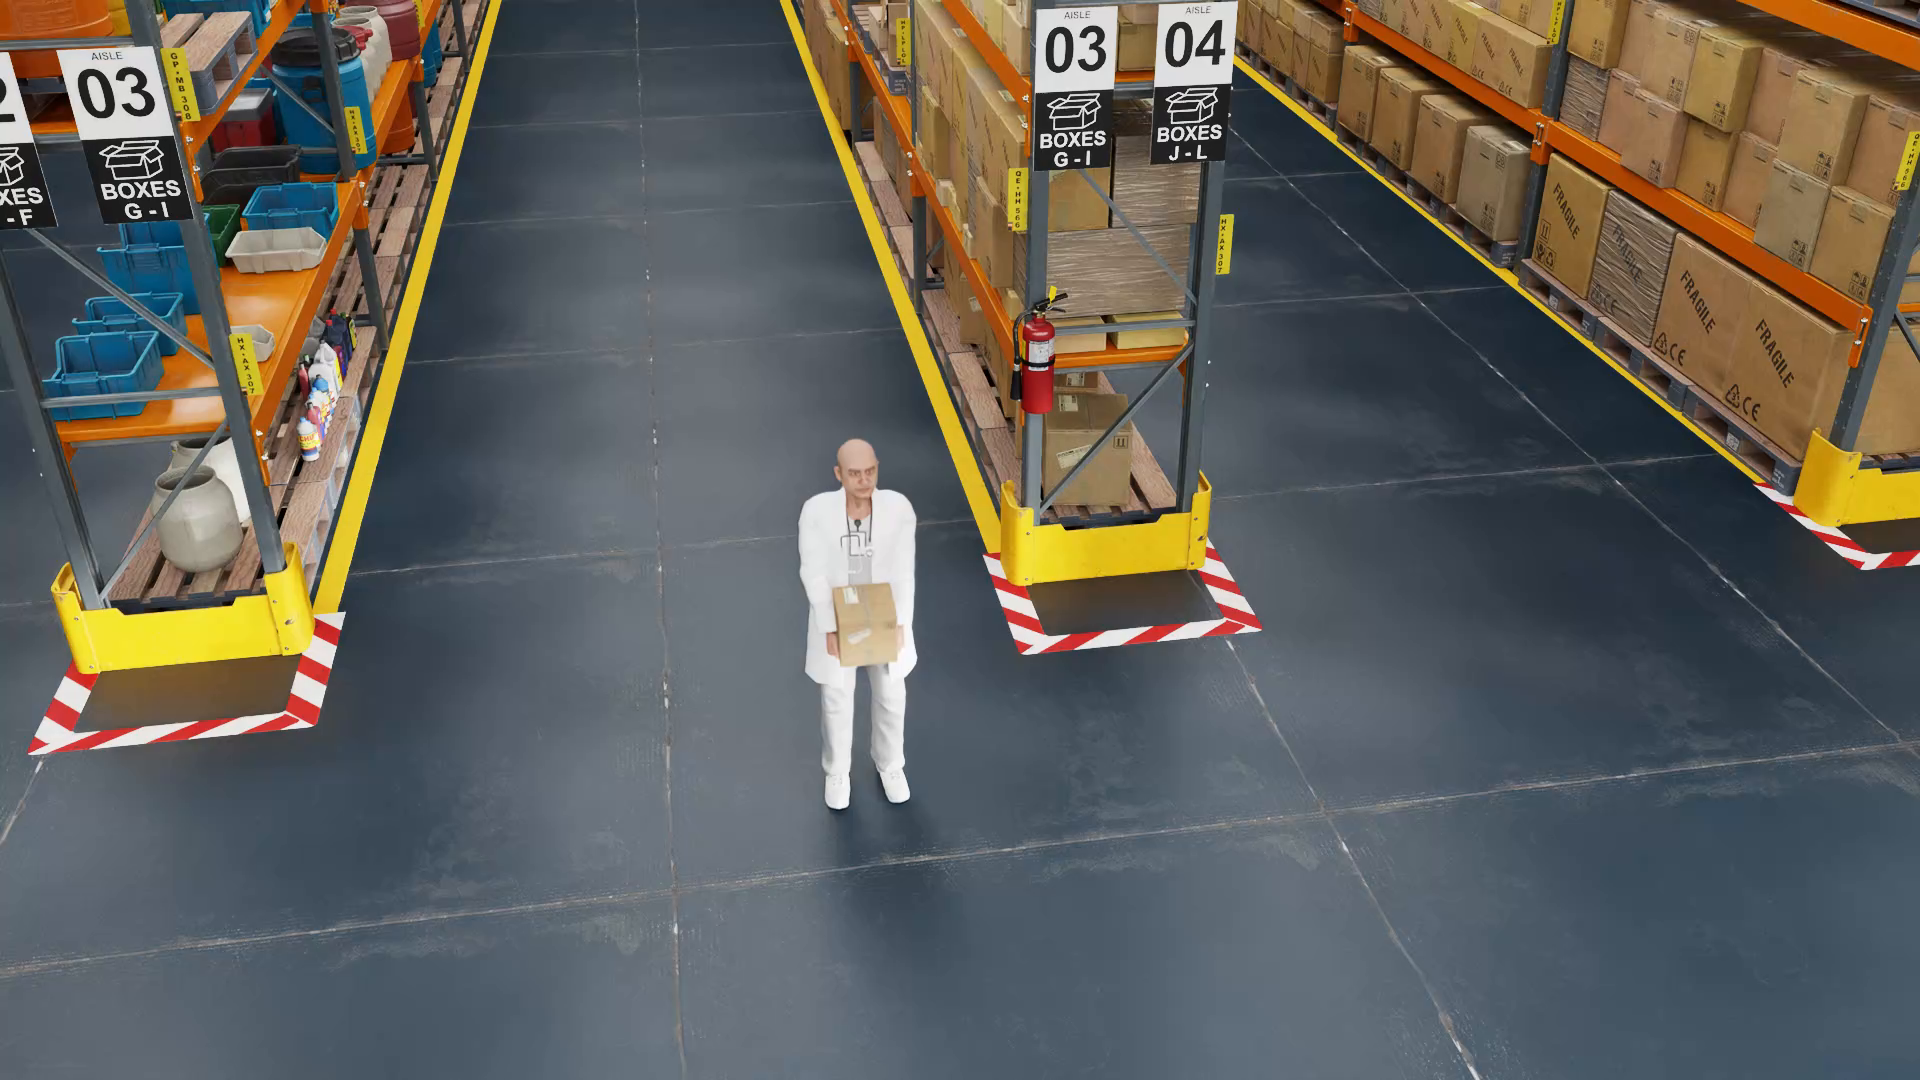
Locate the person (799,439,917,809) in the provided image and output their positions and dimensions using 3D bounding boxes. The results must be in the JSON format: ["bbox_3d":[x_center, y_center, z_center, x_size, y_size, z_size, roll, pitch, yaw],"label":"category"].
[{"bbox_3d":[-0.431,0.432,7.423,0.531,1.769,0.555,-5,31,-9],"label":"person"}]
